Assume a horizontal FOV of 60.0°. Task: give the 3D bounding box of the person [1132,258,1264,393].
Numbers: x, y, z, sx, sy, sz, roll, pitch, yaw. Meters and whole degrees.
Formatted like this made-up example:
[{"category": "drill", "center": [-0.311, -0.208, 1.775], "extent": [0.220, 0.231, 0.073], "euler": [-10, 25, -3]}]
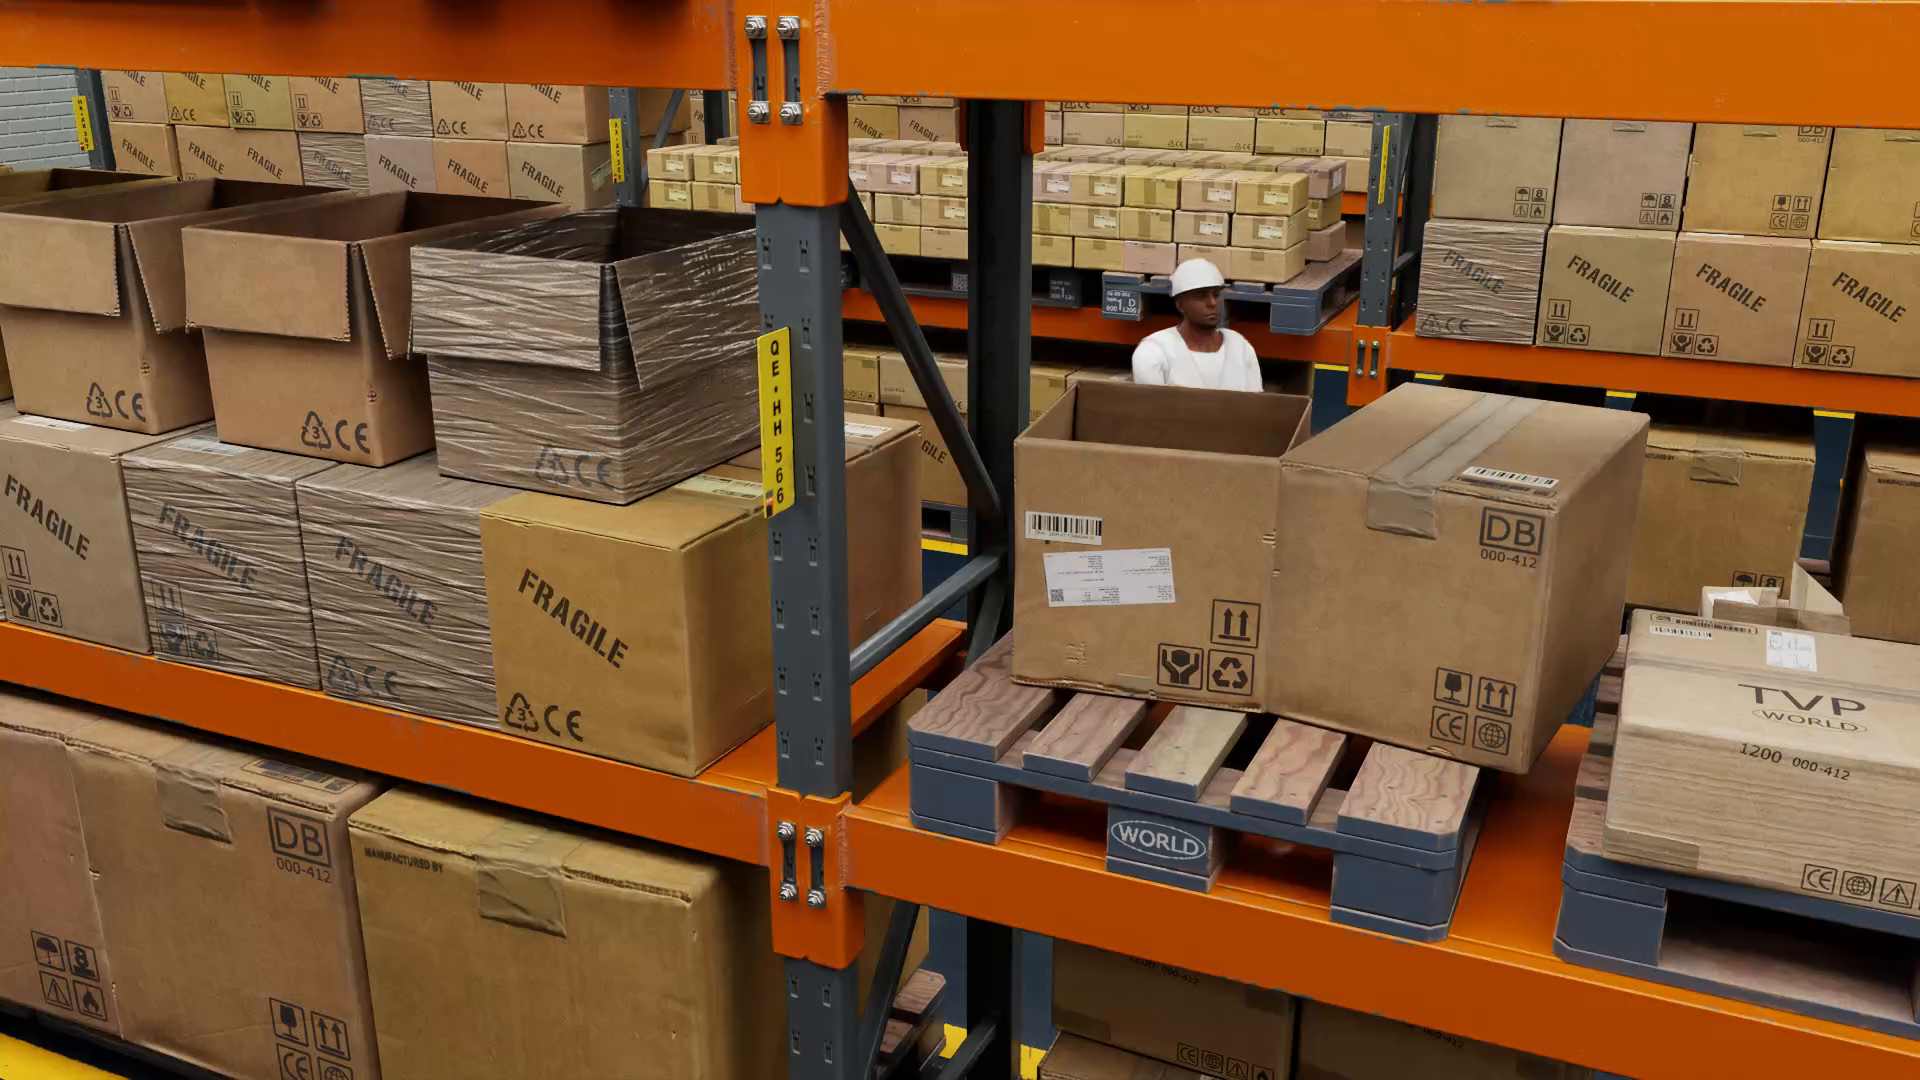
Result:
[{"category": "person", "center": [0.995, -0.221, 6.651], "extent": [0.553, 1.771, 0.551], "euler": [-8, 20, -21]}]
